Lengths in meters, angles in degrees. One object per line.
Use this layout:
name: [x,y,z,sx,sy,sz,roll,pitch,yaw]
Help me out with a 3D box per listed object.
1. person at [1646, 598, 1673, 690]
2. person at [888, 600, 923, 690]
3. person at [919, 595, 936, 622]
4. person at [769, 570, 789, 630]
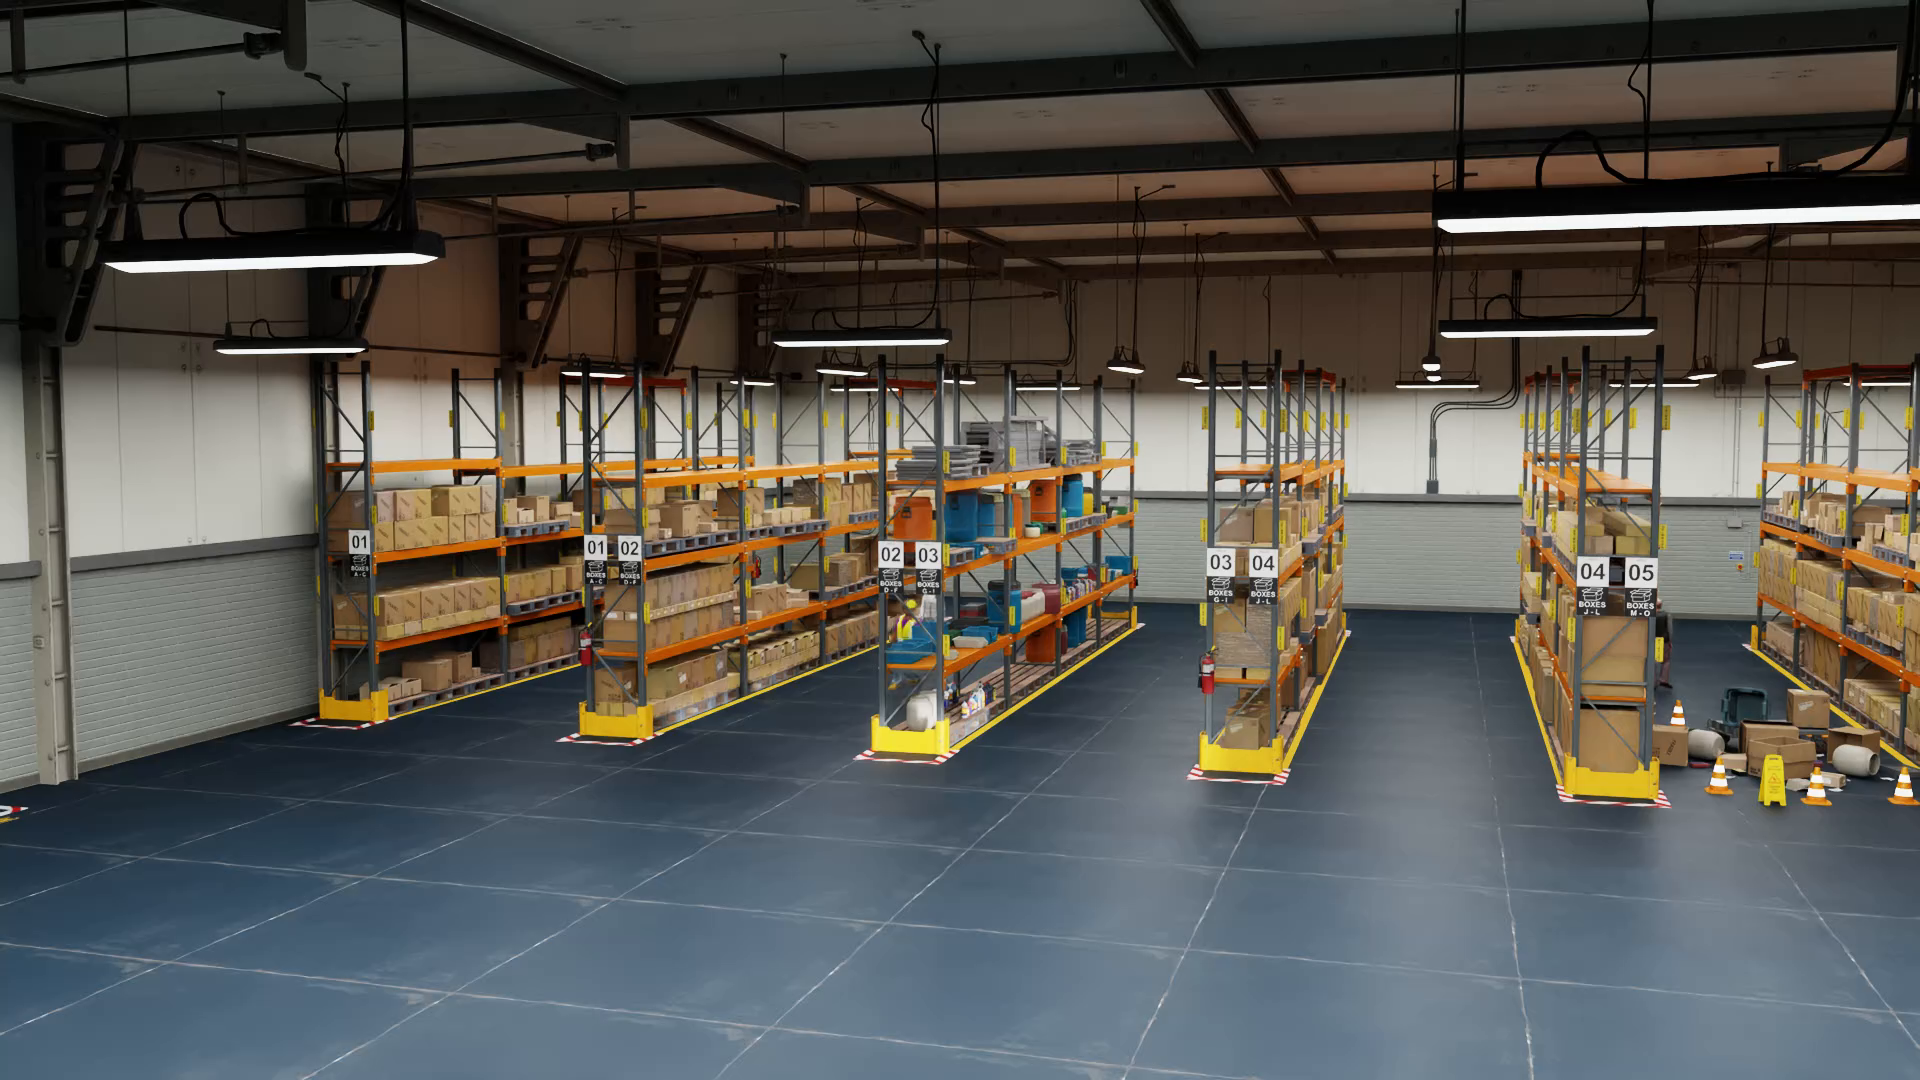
person: [12.968,1.941,30.939,0.561,1.719,0.519,1,4,14]
person: [-1.004,1.842,29.581,0.626,1.549,0.937,4,6,43]
person: [-0.589,1.636,35.442,0.494,1.623,1.049,1,4,16]
person: [-4.074,1.494,37.312,0.574,1.673,0.407,2,4,22]
